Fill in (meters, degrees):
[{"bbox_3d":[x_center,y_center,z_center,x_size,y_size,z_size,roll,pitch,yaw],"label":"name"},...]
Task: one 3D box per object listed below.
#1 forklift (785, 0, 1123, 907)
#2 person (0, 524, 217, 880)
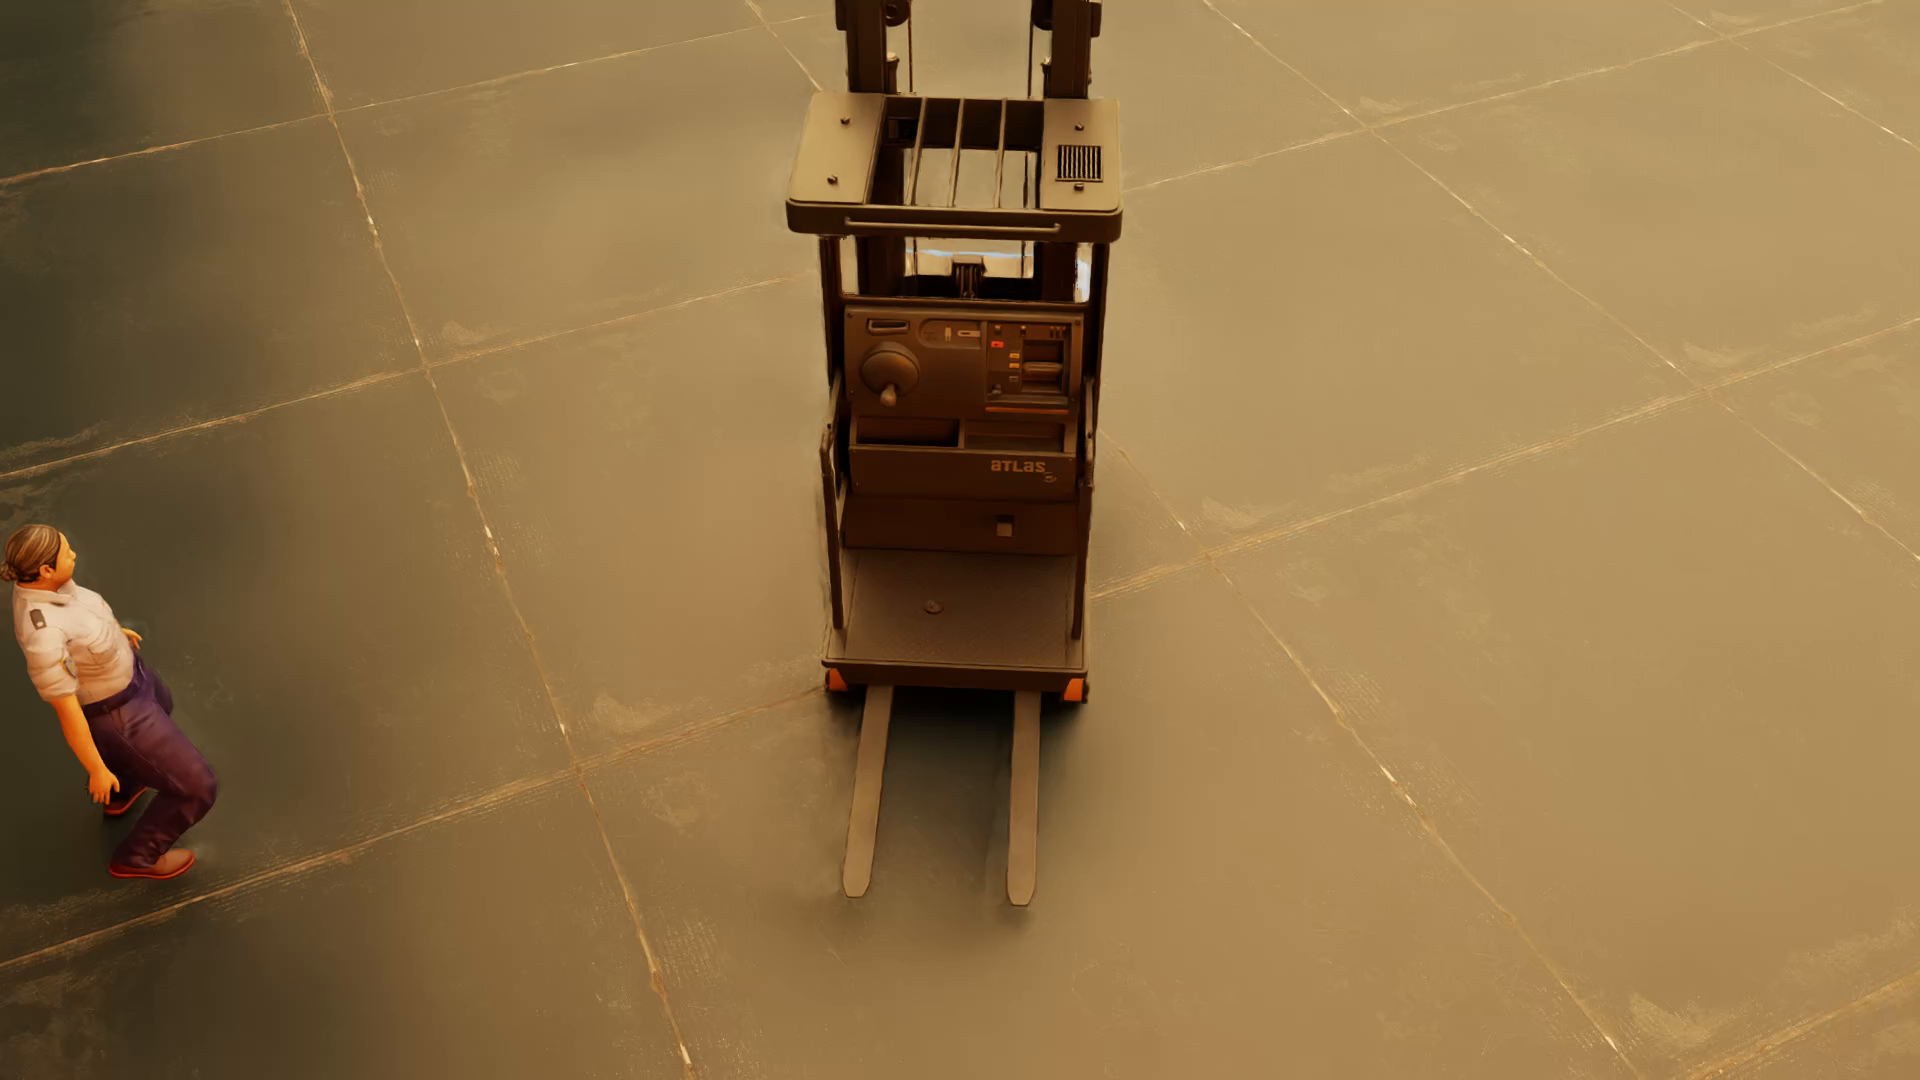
[{"bbox_3d":[0.002,-0.617,6.342,1.130,2.935,3.031,2,43,2],"label":"forklift"},{"bbox_3d":[-3.101,0.588,6.069,0.501,1.566,0.839,-17,46,-18],"label":"person"}]
